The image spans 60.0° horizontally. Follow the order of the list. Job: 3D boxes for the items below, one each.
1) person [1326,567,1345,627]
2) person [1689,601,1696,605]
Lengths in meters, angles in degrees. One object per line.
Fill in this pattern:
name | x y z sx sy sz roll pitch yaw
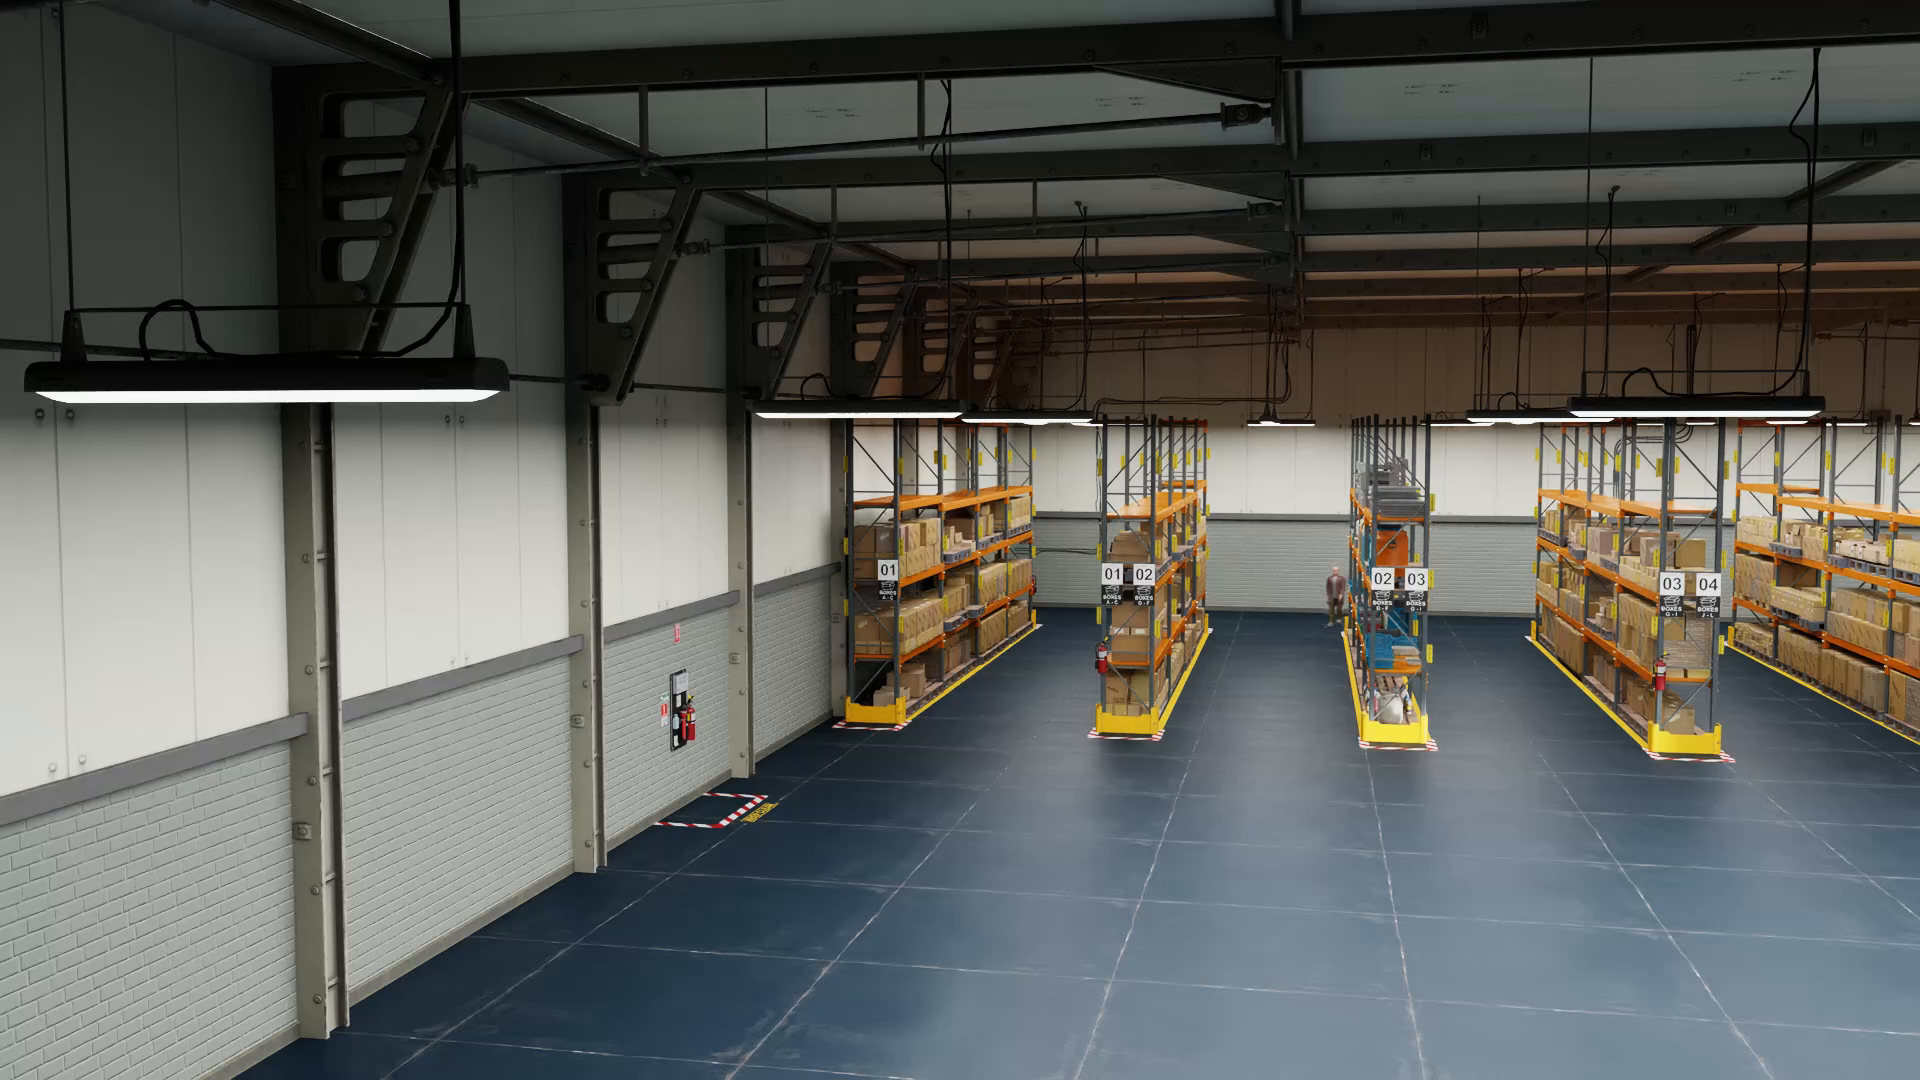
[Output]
person | 10.897 1.644 48.271 0.544 1.734 1.135 1 4 13
person | 20.171 1.884 45.699 0.459 1.574 0.599 3 5 36
